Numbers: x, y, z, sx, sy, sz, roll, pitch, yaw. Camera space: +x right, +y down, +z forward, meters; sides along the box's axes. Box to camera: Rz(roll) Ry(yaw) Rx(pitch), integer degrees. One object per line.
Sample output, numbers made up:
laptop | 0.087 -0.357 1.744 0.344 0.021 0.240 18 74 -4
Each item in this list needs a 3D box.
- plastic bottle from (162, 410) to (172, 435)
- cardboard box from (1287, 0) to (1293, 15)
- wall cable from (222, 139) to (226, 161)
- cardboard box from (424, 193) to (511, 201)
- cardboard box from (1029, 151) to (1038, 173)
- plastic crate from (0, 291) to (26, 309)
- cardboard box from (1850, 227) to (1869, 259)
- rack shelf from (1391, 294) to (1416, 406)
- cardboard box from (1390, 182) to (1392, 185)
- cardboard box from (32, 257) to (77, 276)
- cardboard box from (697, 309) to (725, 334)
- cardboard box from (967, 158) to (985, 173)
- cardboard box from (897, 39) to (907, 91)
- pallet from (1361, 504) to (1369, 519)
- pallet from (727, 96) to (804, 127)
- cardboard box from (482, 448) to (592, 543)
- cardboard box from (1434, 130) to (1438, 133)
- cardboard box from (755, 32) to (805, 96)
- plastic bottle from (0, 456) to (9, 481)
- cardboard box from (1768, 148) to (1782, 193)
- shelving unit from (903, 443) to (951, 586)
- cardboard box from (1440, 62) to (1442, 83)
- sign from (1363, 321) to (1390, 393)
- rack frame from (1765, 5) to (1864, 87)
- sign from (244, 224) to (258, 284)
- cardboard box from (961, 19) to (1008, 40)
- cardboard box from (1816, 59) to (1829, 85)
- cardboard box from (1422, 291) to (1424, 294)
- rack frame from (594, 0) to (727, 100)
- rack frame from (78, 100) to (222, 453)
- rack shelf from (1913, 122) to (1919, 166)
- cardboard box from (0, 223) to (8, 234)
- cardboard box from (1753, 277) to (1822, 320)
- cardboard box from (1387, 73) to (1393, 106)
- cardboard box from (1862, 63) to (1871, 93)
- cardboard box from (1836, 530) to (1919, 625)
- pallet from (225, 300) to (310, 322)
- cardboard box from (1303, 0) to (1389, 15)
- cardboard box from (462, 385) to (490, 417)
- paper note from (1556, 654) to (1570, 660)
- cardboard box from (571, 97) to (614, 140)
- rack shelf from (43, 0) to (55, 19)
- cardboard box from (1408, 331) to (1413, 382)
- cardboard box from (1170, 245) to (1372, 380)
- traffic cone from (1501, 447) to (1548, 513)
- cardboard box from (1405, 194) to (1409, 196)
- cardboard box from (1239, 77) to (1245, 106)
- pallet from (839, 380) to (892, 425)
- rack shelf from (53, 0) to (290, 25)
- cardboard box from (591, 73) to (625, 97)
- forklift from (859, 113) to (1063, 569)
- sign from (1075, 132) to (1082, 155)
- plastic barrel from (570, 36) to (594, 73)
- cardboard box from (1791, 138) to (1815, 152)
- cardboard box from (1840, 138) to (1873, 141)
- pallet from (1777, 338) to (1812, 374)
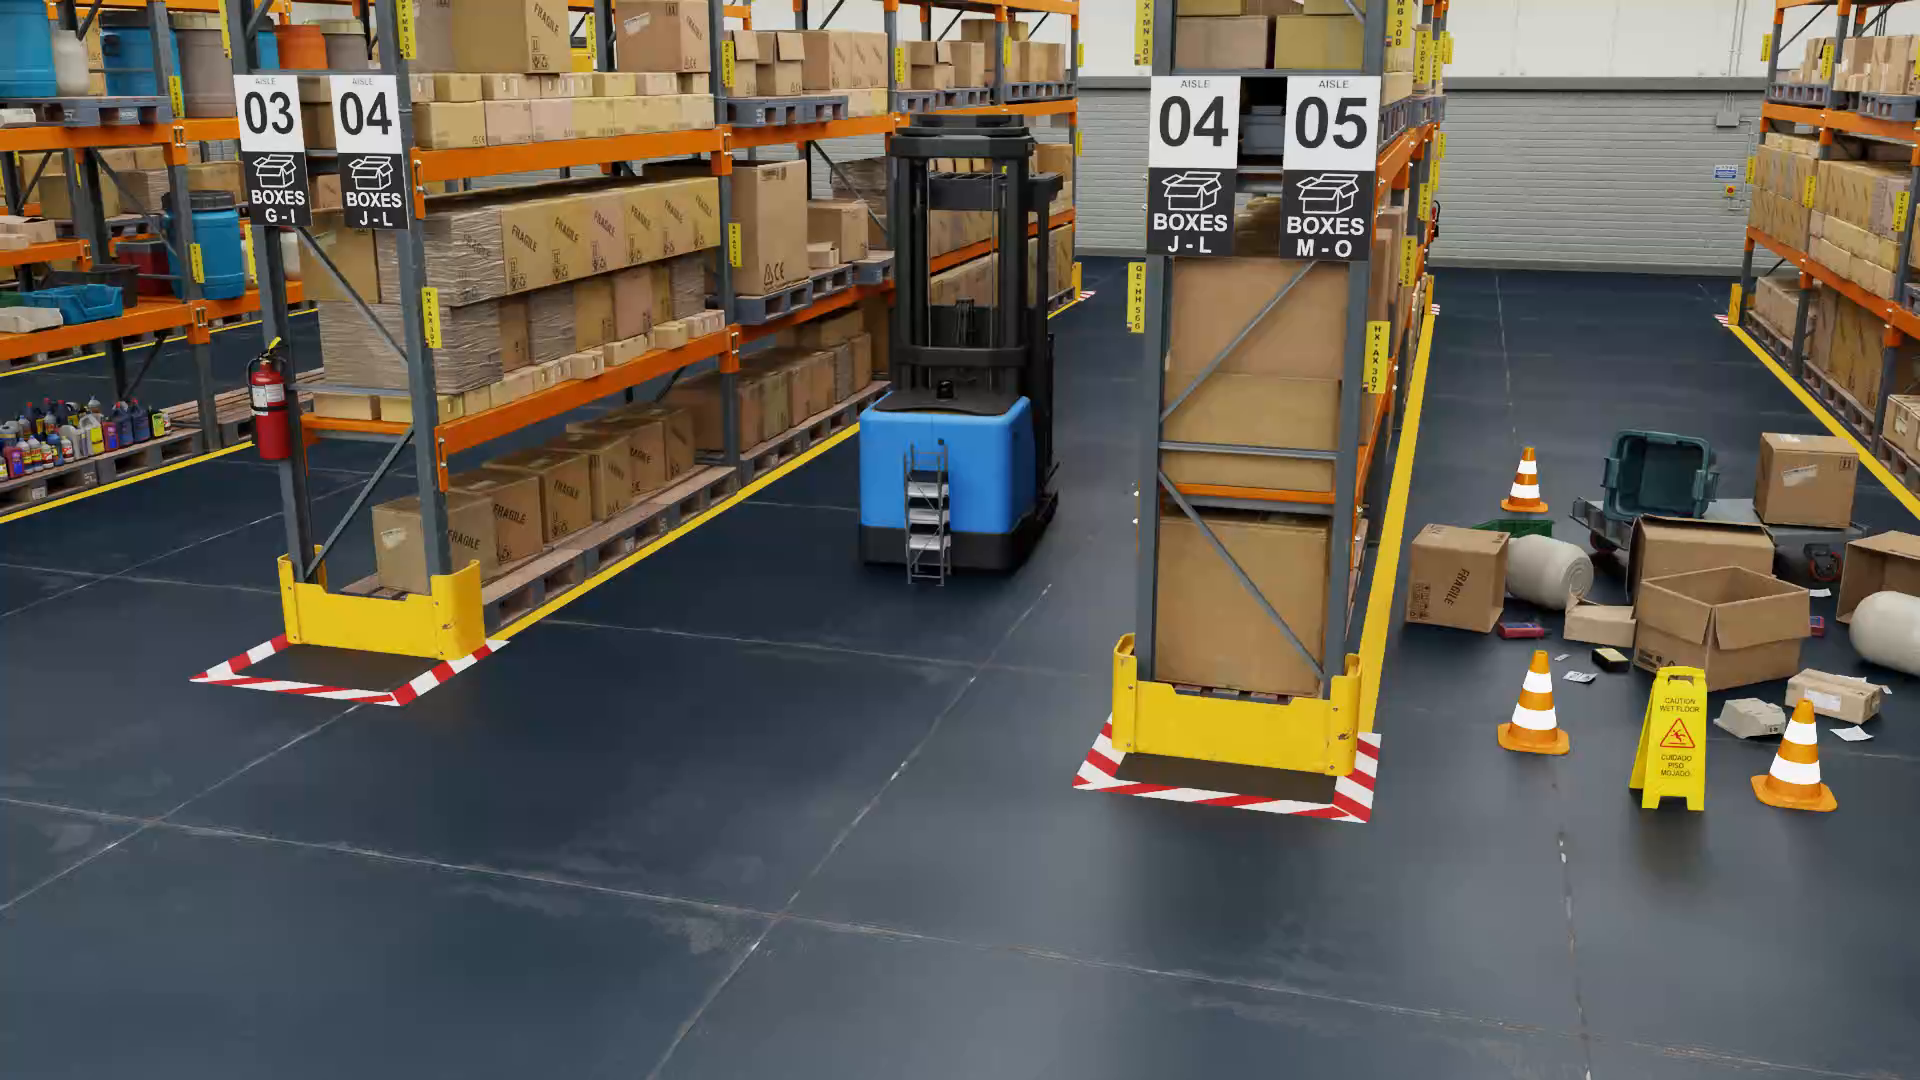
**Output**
plastic bottle | -6.794 -1.003 14.190 0.097 0.201 0.097 0 16 0
cardboard box | 1.696 -3.016 9.513 0.380 0.149 0.250 5 16 16
wall cable | -13.621 -7.062 29.367 0.084 1.984 1.851 5 16 16
cardboard box | -3.177 -1.923 10.552 0.500 0.500 0.500 5 16 16
cardboard box | 0.705 -4.768 21.496 0.500 0.500 0.500 4 16 14
plastic crate | -7.646 -1.821 13.143 0.450 0.188 0.662 5 16 16
cardboard box | 8.560 -2.735 15.335 0.500 0.250 0.500 4 16 14
rack shelf | 3.055 -1.639 13.428 1.077 0.370 4.000 5 16 16
cardboard box | 3.343 -2.788 14.146 0.700 0.500 0.500 4 16 15
cardboard box | -13.904 -4.305 25.322 0.700 0.500 0.500 5 17 17
cardboard box | -2.020 -1.673 12.690 0.380 0.149 0.250 5 16 16
cardboard box | -0.141 -4.329 19.572 0.797 0.503 0.637 4 16 14
cardboard box | -0.999 -4.779 16.726 0.797 0.503 0.637 6 17 19
pallet | 2.633 -0.328 12.598 1.003 0.211 1.213 5 16 16
pallet | -1.963 -3.379 13.091 1.213 0.211 1.003 5 16 16
cardboard box | -2.851 -0.309 11.233 0.500 0.500 0.500 6 17 21
cardboard box | 6.005 -5.134 21.873 0.500 0.500 0.500 4 16 15
cardboard box | -1.745 -3.929 13.729 0.797 0.503 0.637 5 17 18
plastic bottle | -7.282 -0.553 12.603 0.097 0.201 0.097 0 16 0
cardboard box | 9.983 -4.398 19.823 0.500 0.500 0.500 4 16 15
shelving unit | -0.210 -0.161 10.714 0.258 0.900 0.210 3 23 11
cardboard box | 5.717 -5.805 20.658 0.500 0.250 0.500 5 17 17
sign | 1.880 -0.825 7.509 0.100 0.325 0.005 5 16 16
rack frame | 10.671 -7.130 20.475 1.000 3.000 0.127 5 16 16
sign | -3.904 -1.583 9.214 0.100 0.325 0.005 5 16 16
cardboard box | 0.306 -6.313 20.583 0.500 0.250 0.500 4 16 12
cardboard box | 9.409 -5.018 17.819 0.396 0.266 0.258 5 17 18
cardboard box | 5.739 -3.142 21.319 0.380 0.149 0.250 5 17 17
rack frame | -2.240 -4.759 12.116 1.000 3.000 0.127 5 16 16
rack frame | -6.989 -2.257 14.289 1.000 3.000 0.127 5 16 16
rack shelf | 7.829 -2.724 11.759 1.077 0.370 4.000 5 16 16
cardboard box | -11.040 -3.426 18.576 0.500 0.311 0.500 4 16 15
cardboard box | 10.579 -3.033 20.950 0.875 0.438 0.875 4 16 14
cardboard box | 1.826 -2.119 7.813 0.380 0.149 0.250 5 17 16
cardboard box | 8.680 -4.327 15.566 0.396 0.266 0.258 6 17 20
cardboard box | 5.652 0.272 9.949 0.500 0.500 0.500 -10 19 -32
pallet | -9.659 -3.177 22.645 1.003 0.211 1.213 5 16 16
cardboard box | 1.750 -2.434 7.462 0.380 0.149 0.250 5 17 16
cardboard box | -2.978 -0.825 9.702 0.380 0.149 0.250 5 16 16
paper note | 3.426 0.667 9.459 0.123 0.001 0.032 -15 21 -41
cardboard box | -2.564 -2.704 10.644 0.500 0.250 0.500 5 17 18
rack shelf | -11.169 -5.513 16.825 1.077 0.370 4.000 5 16 16
cardboard box | 4.208 -1.805 16.506 0.500 0.500 0.500 5 17 17
cardboard box | 1.492 -1.101 7.959 0.875 0.550 0.550 5 16 16
traffic cone | 4.315 -0.475 12.655 0.336 0.463 0.334 5 16 16
cardboard box | 4.534 -3.531 17.382 0.380 0.149 0.250 4 16 14
cardboard box | 1.119 -2.101 7.749 0.380 0.149 0.250 5 16 16
pallet | -1.327 -1.373 16.284 1.003 0.211 1.213 5 16 16
rack shelf | -10.032 -6.559 20.515 1.077 0.370 4.000 5 16 16
cardboard box | -2.425 -2.983 10.895 0.380 0.149 0.250 5 17 18
forklift | 0.129 -1.578 12.022 1.130 2.935 3.031 3 16 11
sign | 1.686 -5.637 23.652 0.100 0.325 0.005 5 16 16
plastic barrel | -4.781 -5.831 20.278 0.600 0.588 0.600 0 16 0
cardboard box | 9.796 -4.539 19.129 0.380 0.149 0.250 5 16 16
cardboard box | 10.359 -4.570 19.240 0.380 0.149 0.250 5 17 18
pallet | 9.826 -2.048 18.665 1.003 0.211 1.213 5 16 16
